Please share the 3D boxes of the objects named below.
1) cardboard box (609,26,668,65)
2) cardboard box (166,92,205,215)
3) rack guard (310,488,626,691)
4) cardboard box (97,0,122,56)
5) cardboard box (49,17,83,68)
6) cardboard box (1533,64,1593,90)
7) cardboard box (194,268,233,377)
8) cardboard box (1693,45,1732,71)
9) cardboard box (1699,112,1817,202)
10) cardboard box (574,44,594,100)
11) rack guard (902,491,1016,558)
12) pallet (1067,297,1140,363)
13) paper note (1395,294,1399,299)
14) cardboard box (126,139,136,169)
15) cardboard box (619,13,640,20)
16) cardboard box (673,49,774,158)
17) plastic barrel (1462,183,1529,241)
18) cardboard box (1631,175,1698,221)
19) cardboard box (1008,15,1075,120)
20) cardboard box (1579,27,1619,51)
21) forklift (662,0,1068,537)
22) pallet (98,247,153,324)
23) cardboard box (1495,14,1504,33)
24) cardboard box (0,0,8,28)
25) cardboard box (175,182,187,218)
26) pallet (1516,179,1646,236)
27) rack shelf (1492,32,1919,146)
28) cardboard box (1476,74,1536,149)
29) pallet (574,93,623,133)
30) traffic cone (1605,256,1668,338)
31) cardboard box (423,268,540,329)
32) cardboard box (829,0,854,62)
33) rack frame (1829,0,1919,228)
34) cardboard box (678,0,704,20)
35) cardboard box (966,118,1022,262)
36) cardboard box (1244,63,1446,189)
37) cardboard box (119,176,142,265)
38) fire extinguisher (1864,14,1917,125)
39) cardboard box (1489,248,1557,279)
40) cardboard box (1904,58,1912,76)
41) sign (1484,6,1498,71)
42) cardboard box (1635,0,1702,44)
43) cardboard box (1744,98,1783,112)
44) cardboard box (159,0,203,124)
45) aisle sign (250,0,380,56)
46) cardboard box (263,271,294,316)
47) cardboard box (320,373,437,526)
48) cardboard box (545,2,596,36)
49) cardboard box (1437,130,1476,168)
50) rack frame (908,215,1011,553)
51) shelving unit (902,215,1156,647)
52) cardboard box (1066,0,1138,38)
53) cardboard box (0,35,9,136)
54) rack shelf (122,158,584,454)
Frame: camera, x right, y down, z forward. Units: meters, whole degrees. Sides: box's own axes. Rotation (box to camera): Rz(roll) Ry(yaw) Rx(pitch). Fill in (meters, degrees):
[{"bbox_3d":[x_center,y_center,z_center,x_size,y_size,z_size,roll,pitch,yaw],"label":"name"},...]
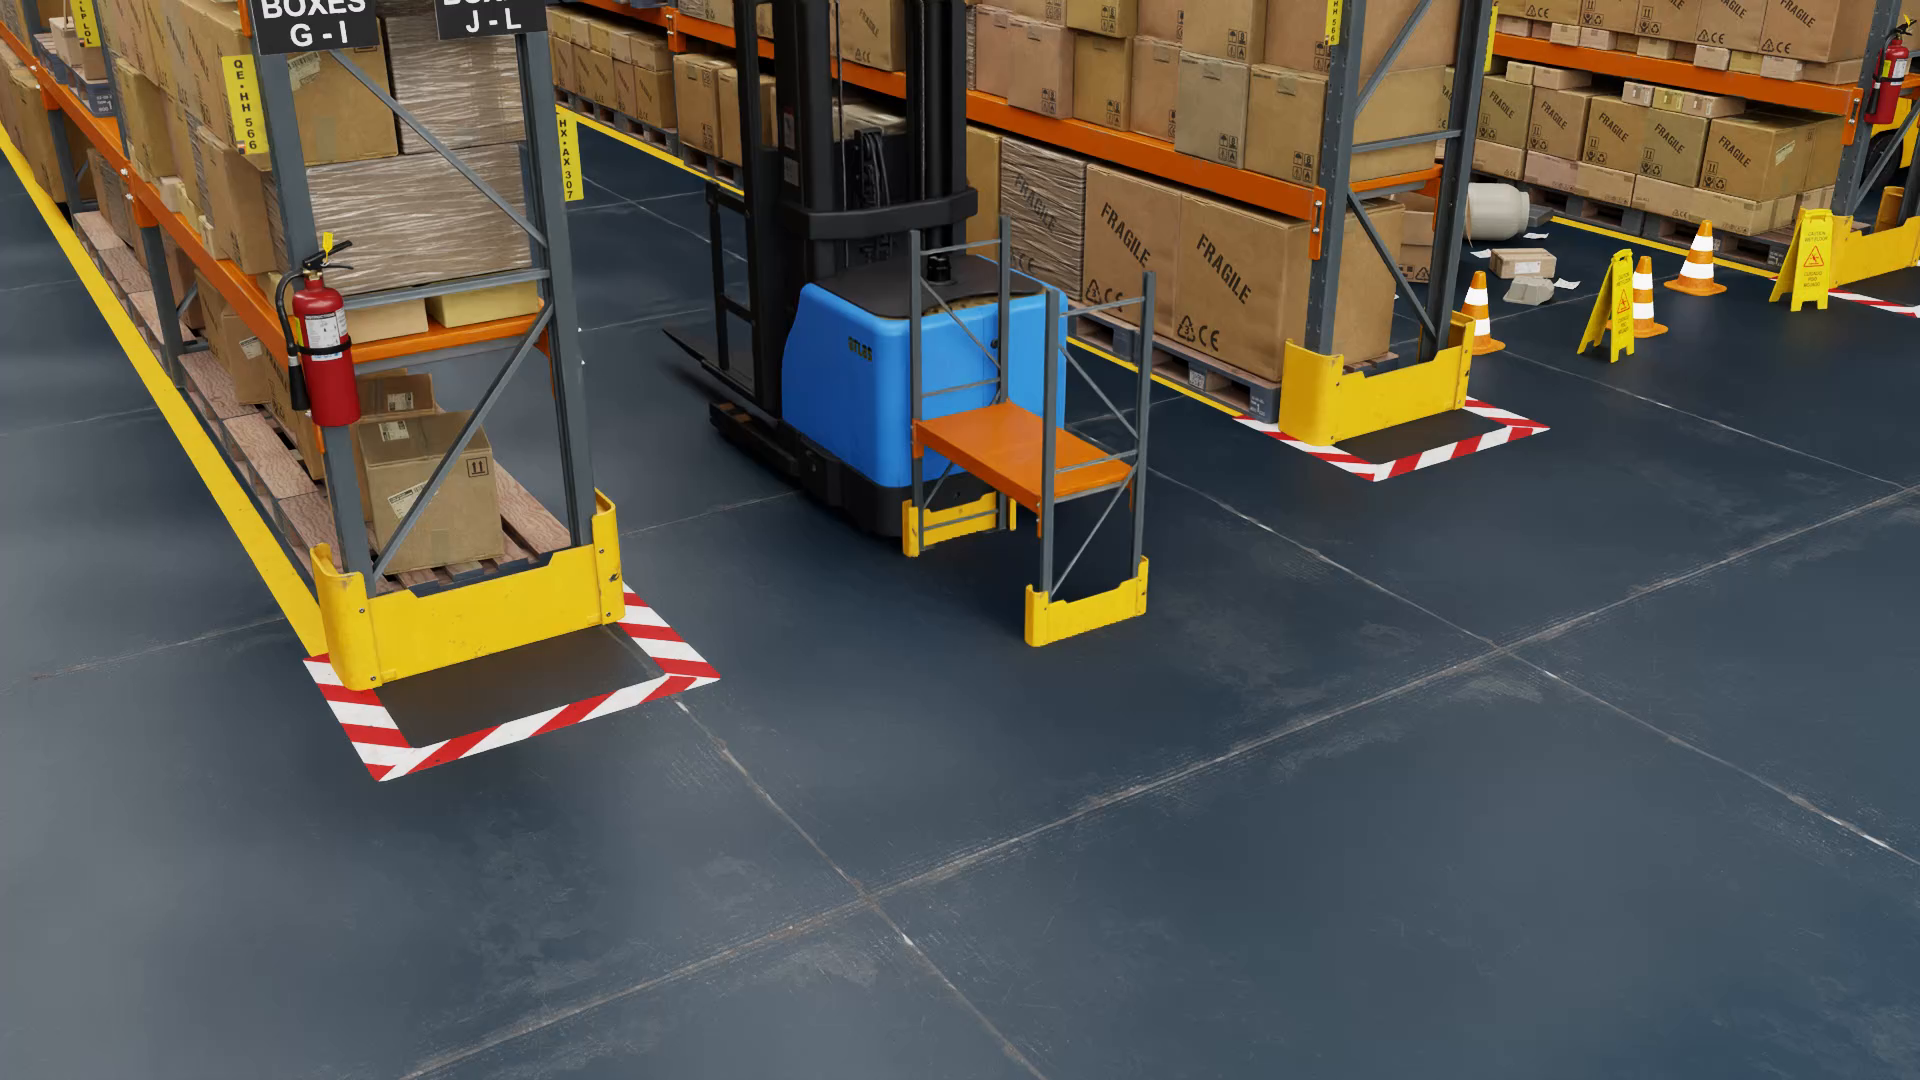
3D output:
[{"bbox_3d":[-2.975,-4.668,15.682,0.500,0.250,0.500,-15,29,-29],"label":"cardboard box"},{"bbox_3d":[-3.091,-1.831,7.649,0.875,0.500,0.500,-16,29,-30],"label":"cardboard box"},{"bbox_3d":[-1.982,0.177,6.790,1.175,0.500,0.348,-16,29,-30],"label":"rack guard"},{"bbox_3d":[-4.091,-2.769,8.465,0.500,0.500,0.500,-16,29,-30],"label":"cardboard box"},{"bbox_3d":[-5.586,-3.257,10.819,0.500,0.250,0.500,-16,30,-31],"label":"cardboard box"},{"bbox_3d":[4.724,-3.634,13.025,0.380,0.149,0.250,-14,29,-27],"label":"cardboard box"},{"bbox_3d":[-3.939,-1.264,9.351,0.500,0.500,0.500,-17,30,-31],"label":"cardboard box"},{"bbox_3d":[5.460,-3.453,11.845,0.380,0.149,0.250,-15,29,-29],"label":"cardboard box"},{"bbox_3d":[5.707,-2.747,11.907,0.500,0.500,0.500,-15,29,-29],"label":"cardboard box"},{"bbox_3d":[-3.512,-4.699,16.626,0.500,0.500,0.500,-15,29,-29],"label":"cardboard box"},{"bbox_3d":[0.001,-0.111,7.692,0.587,0.250,0.087,-15,29,-29],"label":"rack guard"},{"bbox_3d":[1.106,-1.489,10.657,1.003,0.211,1.213,-16,29,-30],"label":"pallet"},{"bbox_3d":[2.860,-1.644,11.200,0.144,0.017,0.142,-6,26,-12],"label":"paper note"},{"bbox_3d":[-4.259,-2.097,8.972,0.380,0.149,0.250,-16,29,-30],"label":"cardboard box"},{"bbox_3d":[-3.092,-5.157,16.718,0.500,0.250,0.500,-17,30,-32],"label":"cardboard box"},{"bbox_3d":[-1.840,-3.841,14.517,1.050,0.750,0.750,-16,30,-30],"label":"cardboard box"},{"bbox_3d":[3.967,-2.457,12.459,0.512,0.421,0.421,3,25,6],"label":"plastic barrel"},{"bbox_3d":[5.420,-2.596,12.464,0.500,0.250,0.500,-15,29,-29],"label":"cardboard box"},{"bbox_3d":[0.814,-3.004,10.423,0.875,0.550,0.550,-16,29,-30],"label":"cardboard box"},{"bbox_3d":[4.934,-3.822,12.627,0.380,0.149,0.250,-16,29,-30],"label":"cardboard box"},{"bbox_3d":[-0.691,-1.924,8.391,1.130,2.935,3.031,-15,29,-29],"label":"forklift"},{"bbox_3d":[-5.220,-1.811,11.339,1.003,0.211,1.213,-16,29,-30],"label":"pallet"},{"bbox_3d":[4.434,-4.199,13.426,0.380,0.149,0.250,-16,29,-30],"label":"cardboard box"},{"bbox_3d":[-7.615,-4.499,13.649,0.500,0.500,0.500,-15,29,-29],"label":"cardboard box"},{"bbox_3d":[-3.556,-1.655,8.037,0.380,0.149,0.250,-16,29,-30],"label":"cardboard box"},{"bbox_3d":[5.245,-2.737,13.300,1.003,0.211,1.213,-16,29,-30],"label":"pallet"},{"bbox_3d":[5.271,-3.626,12.760,1.077,0.370,4.000,-16,29,-30],"label":"rack shelf"},{"bbox_3d":[4.577,-3.490,13.479,0.500,0.500,0.500,-14,29,-28],"label":"cardboard box"},{"bbox_3d":[-3.184,-4.362,16.744,1.003,0.211,1.213,-16,29,-30],"label":"pallet"},{"bbox_3d":[4.303,-1.562,10.516,0.336,0.463,0.334,-16,29,-30],"label":"traffic cone"},{"bbox_3d":[-1.896,-0.970,6.586,0.380,0.149,0.250,-16,29,-30],"label":"cardboard box"},{"bbox_3d":[-0.698,-3.827,12.226,0.500,0.500,0.500,-16,30,-30],"label":"cardboard box"},{"bbox_3d":[6.363,-3.236,11.091,1.000,3.000,0.127,-16,29,-30],"label":"rack frame"},{"bbox_3d":[-2.078,-4.729,14.137,0.500,0.500,0.500,-15,29,-29],"label":"cardboard box"},{"bbox_3d":[0.371,-2.465,11.454,0.875,0.875,0.875,-15,29,-29],"label":"cardboard box"},{"bbox_3d":[2.030,-2.236,8.798,0.875,0.550,0.550,-16,29,-30],"label":"cardboard box"},{"bbox_3d":[-5.296,-2.225,11.362,0.700,0.500,0.500,-13,28,-25],"label":"cardboard box"},{"bbox_3d":[6.039,-3.053,10.793,0.296,0.674,0.183,-16,29,-30],"label":"fire extinguisher"},{"bbox_3d":[3.955,-1.945,11.695,0.380,0.149,0.250,-1,25,-3],"label":"cardboard box"},{"bbox_3d":[6.351,-3.292,11.504,0.380,0.149,0.250,-15,29,-29],"label":"cardboard box"},{"bbox_3d":[2.739,-2.601,8.639,0.100,0.325,0.005,-16,29,-30],"label":"sign"},{"bbox_3d":[5.296,-3.906,12.044,0.500,0.500,0.500,-16,29,-30],"label":"cardboard box"},{"bbox_3d":[5.851,-3.069,12.588,0.500,0.500,0.500,-17,30,-31],"label":"cardboard box"},{"bbox_3d":[-2.996,-2.054,6.951,0.500,0.500,0.500,-16,29,-30],"label":"cardboard box"},{"bbox_3d":[-2.158,-2.010,5.449,0.394,0.787,0.004,-16,29,-30],"label":"aisle sign"},{"bbox_3d":[-2.585,-1.034,6.720,0.380,0.149,0.250,-16,29,-30],"label":"cardboard box"},{"bbox_3d":[-2.622,-0.419,7.560,0.500,0.500,0.500,-8,26,-16],"label":"cardboard box"},{"bbox_3d":[-4.098,-5.411,17.257,0.500,0.250,0.500,-17,30,-32],"label":"cardboard box"},{"bbox_3d":[4.275,-3.339,14.039,0.500,0.250,0.500,-17,30,-32],"label":"cardboard box"},{"bbox_3d":[0.000,-0.677,7.426,0.500,1.500,0.032,-15,29,-29],"label":"rack frame"},{"bbox_3d":[0.266,-0.496,7.044,0.587,1.500,1.083,-15,29,-29],"label":"shelving unit"},{"bbox_3d":[1.133,-3.311,9.809,0.875,0.550,0.500,-16,29,-30],"label":"cardboard box"},{"bbox_3d":[-8.125,-4.223,15.180,1.225,0.875,0.875,-15,29,-29],"label":"cardboard box"},{"bbox_3d":[-3.032,-1.317,7.868,1.077,0.370,4.000,-16,29,-30],"label":"rack shelf"}]
